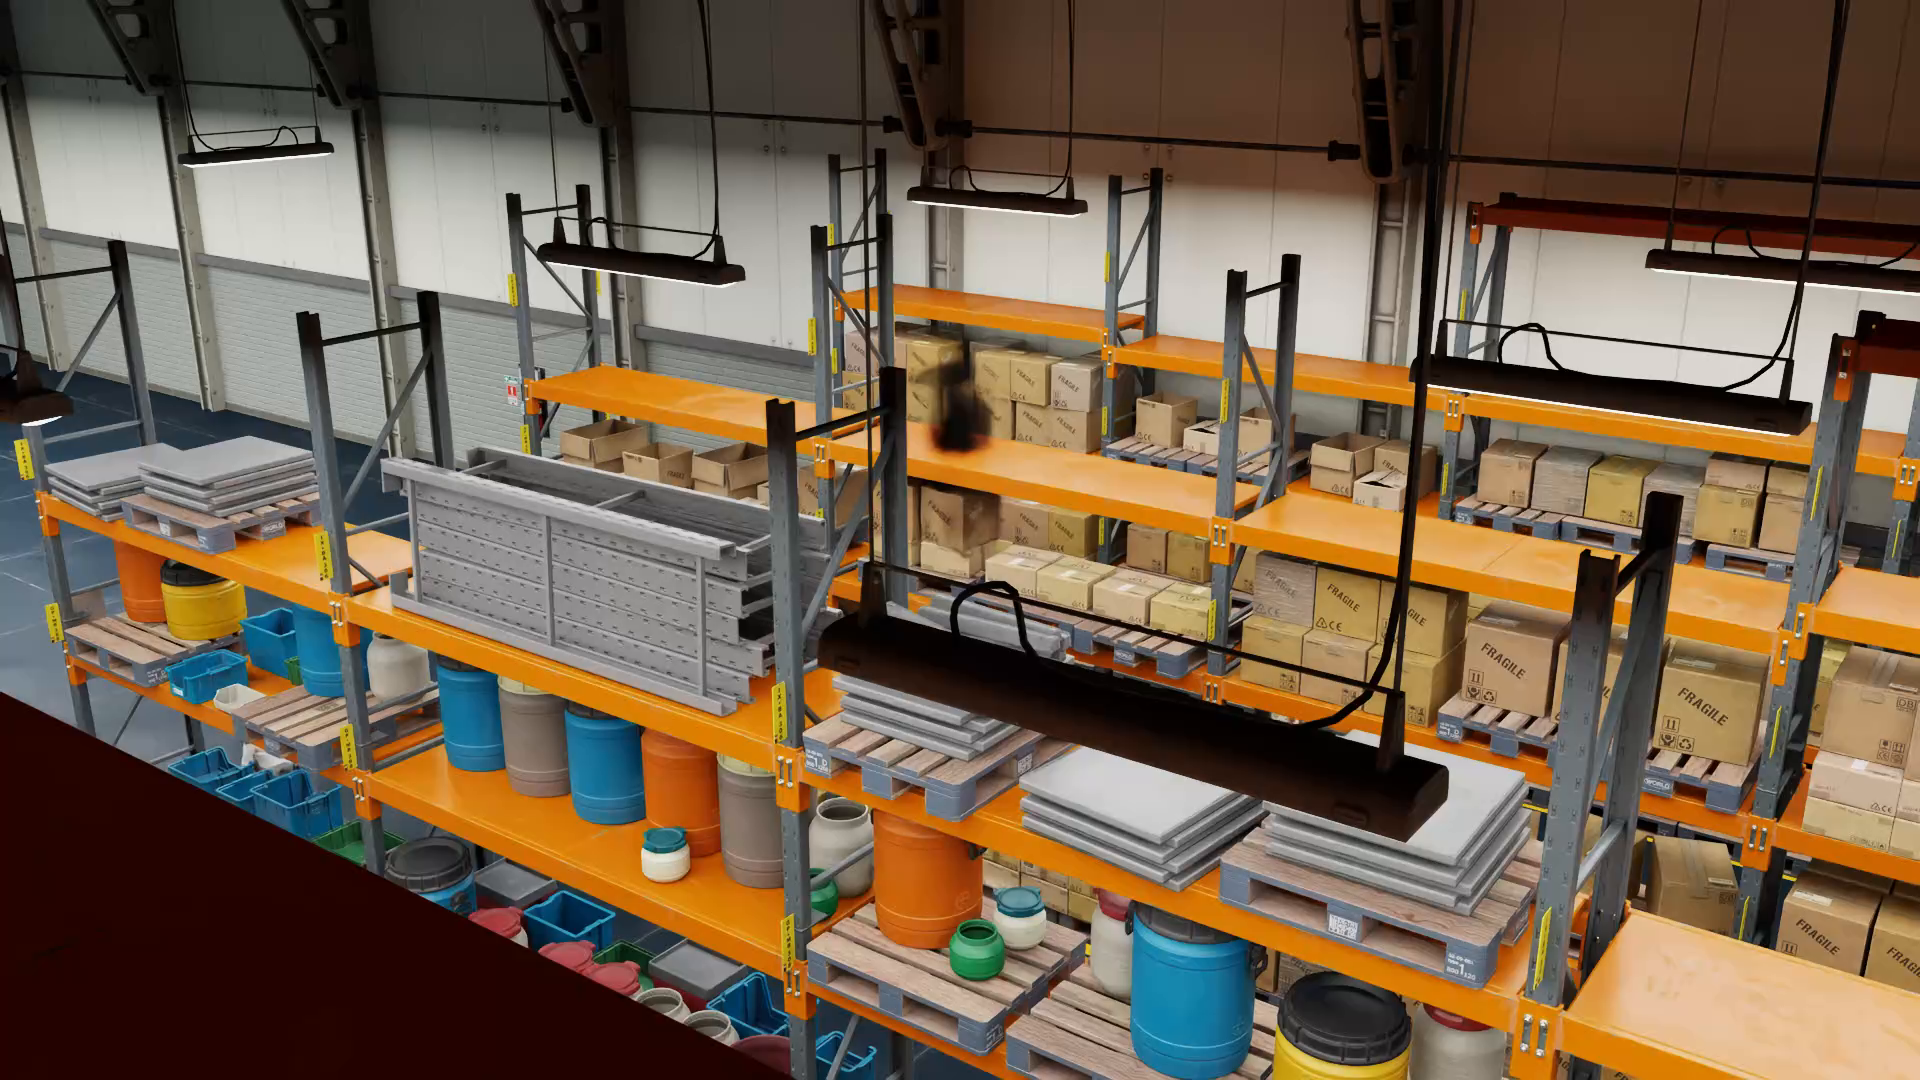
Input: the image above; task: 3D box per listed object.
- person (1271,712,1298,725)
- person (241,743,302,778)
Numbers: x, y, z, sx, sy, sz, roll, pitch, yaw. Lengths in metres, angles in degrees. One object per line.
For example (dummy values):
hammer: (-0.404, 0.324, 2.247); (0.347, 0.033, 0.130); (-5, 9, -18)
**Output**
person: (3.207, 1.946, 16.701); (0.841, 1.716, 0.565); (10, 21, 26)
person: (-6.504, 2.166, 16.005); (0.577, 1.643, 0.669); (10, 21, 27)
